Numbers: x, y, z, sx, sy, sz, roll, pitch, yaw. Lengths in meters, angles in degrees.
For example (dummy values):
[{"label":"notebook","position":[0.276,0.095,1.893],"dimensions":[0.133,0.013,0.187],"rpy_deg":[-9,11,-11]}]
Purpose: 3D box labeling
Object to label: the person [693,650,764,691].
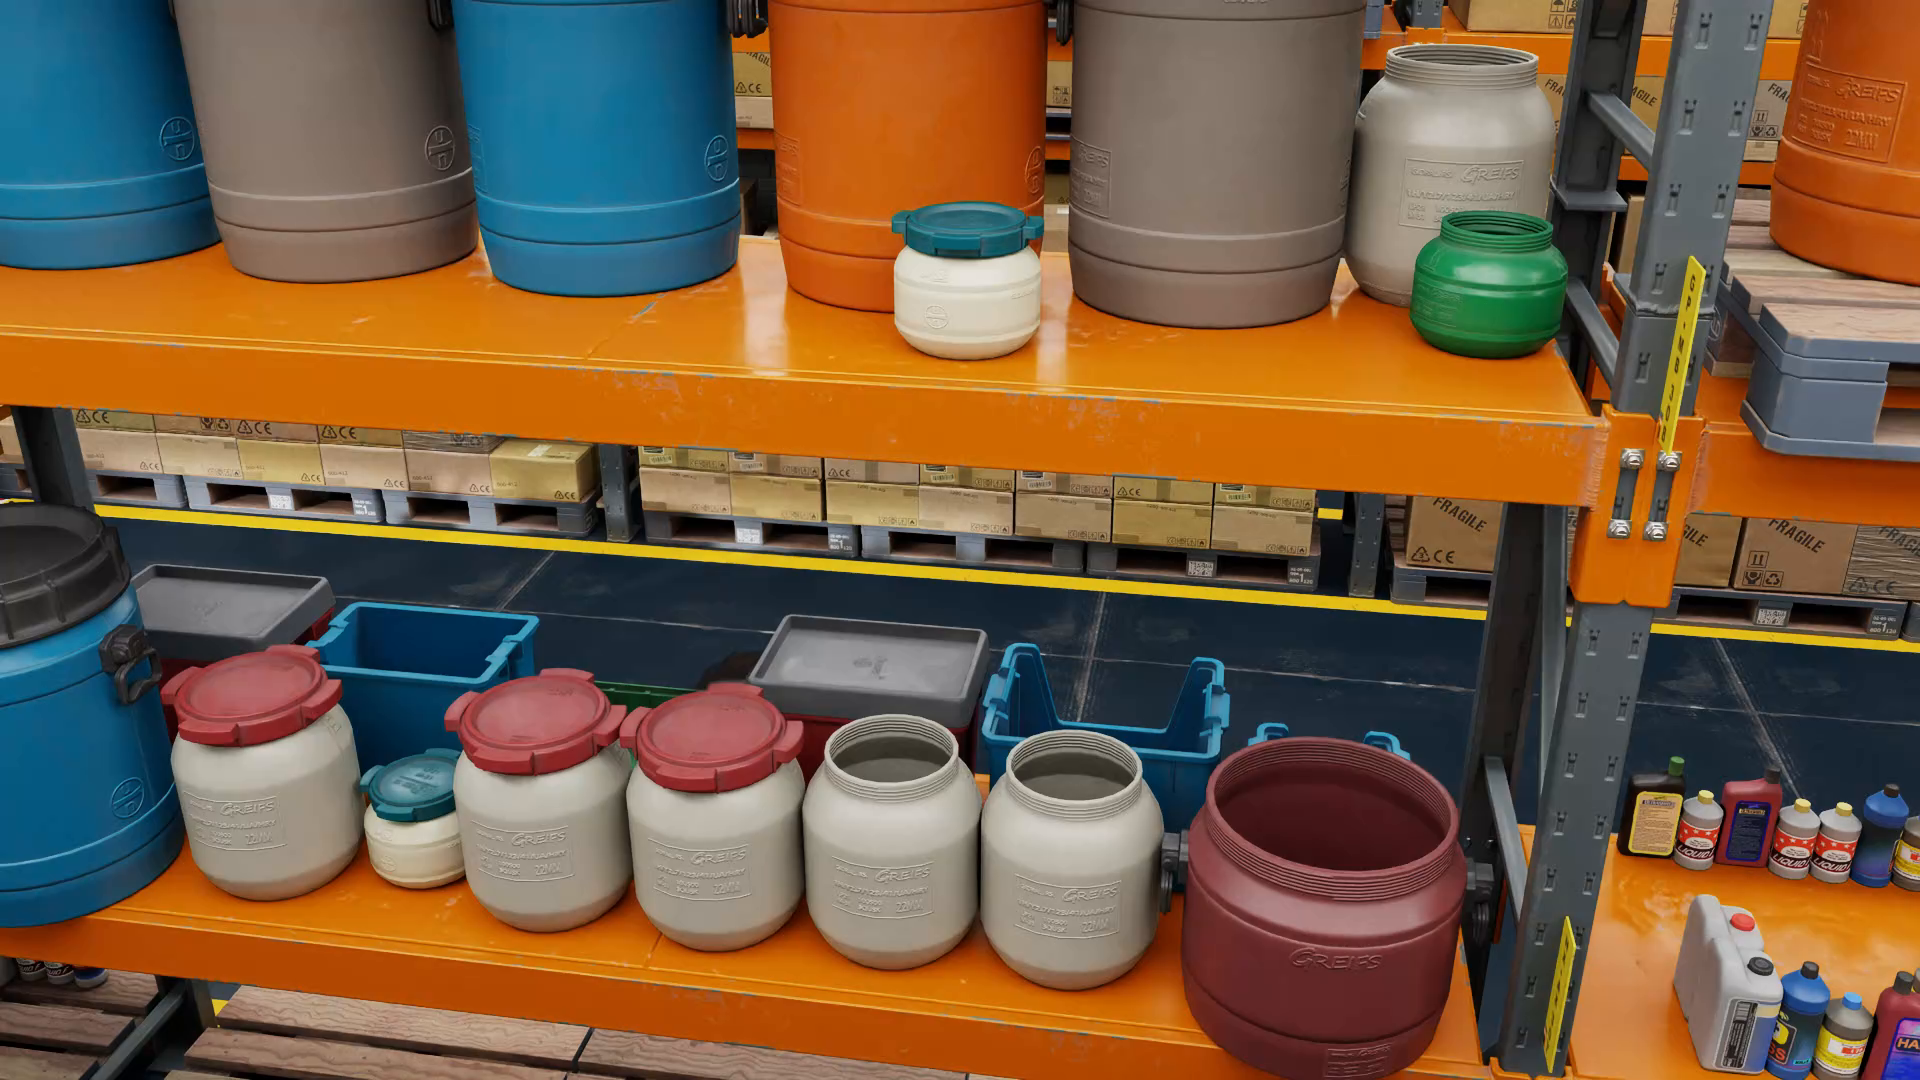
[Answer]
[{"label":"person","position":[-0.827,0.847,6.552],"dimensions":[0.519,0.822,0.907],"rpy_deg":[4,25,8]}]
